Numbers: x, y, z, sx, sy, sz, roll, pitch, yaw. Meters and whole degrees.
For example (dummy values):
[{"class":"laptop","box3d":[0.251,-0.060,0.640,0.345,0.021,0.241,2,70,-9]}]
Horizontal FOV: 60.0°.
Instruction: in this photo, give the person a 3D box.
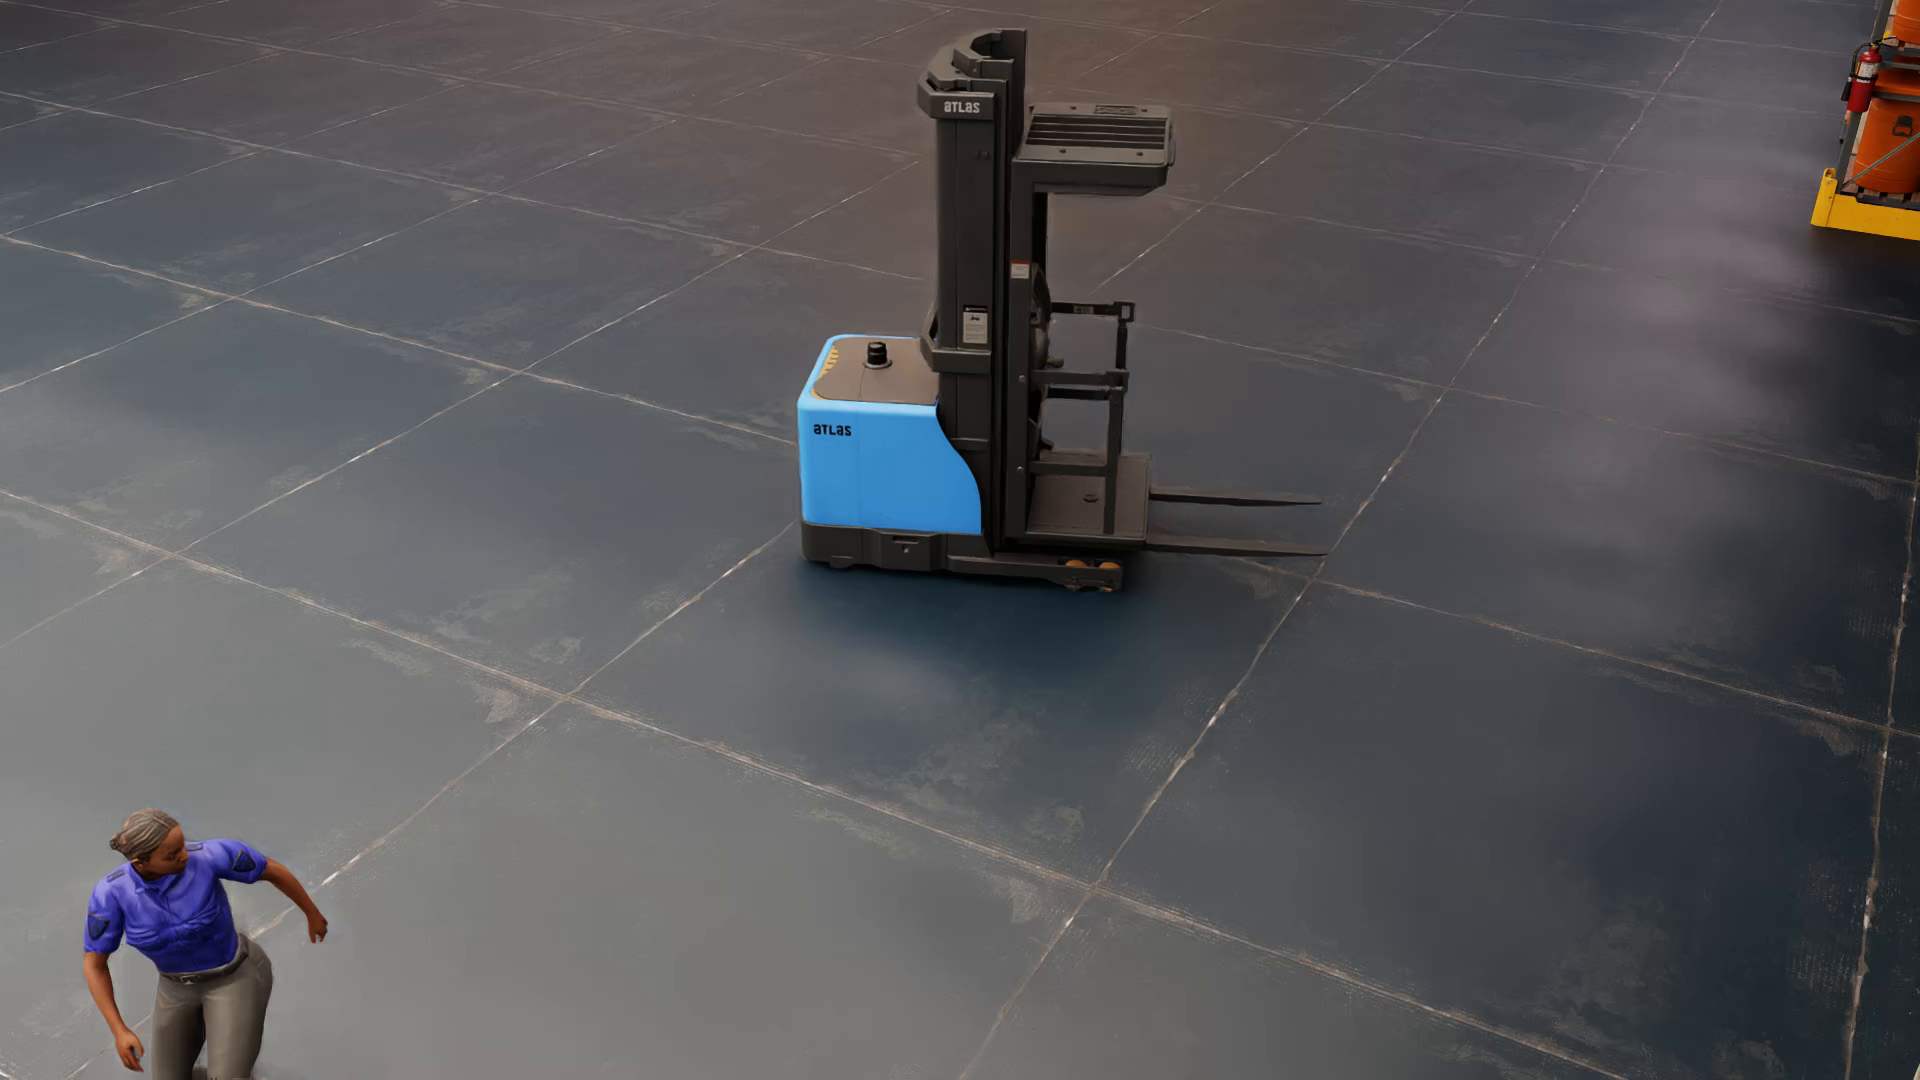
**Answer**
[{"class":"person","box3d":[-2.597,1.568,5.749,0.633,1.596,0.681,1,30,1]}]

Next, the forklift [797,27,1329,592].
[{"class":"forklift","box3d":[0.632,-1.257,9.248,3.031,2.935,1.130,4,30,6]}]
